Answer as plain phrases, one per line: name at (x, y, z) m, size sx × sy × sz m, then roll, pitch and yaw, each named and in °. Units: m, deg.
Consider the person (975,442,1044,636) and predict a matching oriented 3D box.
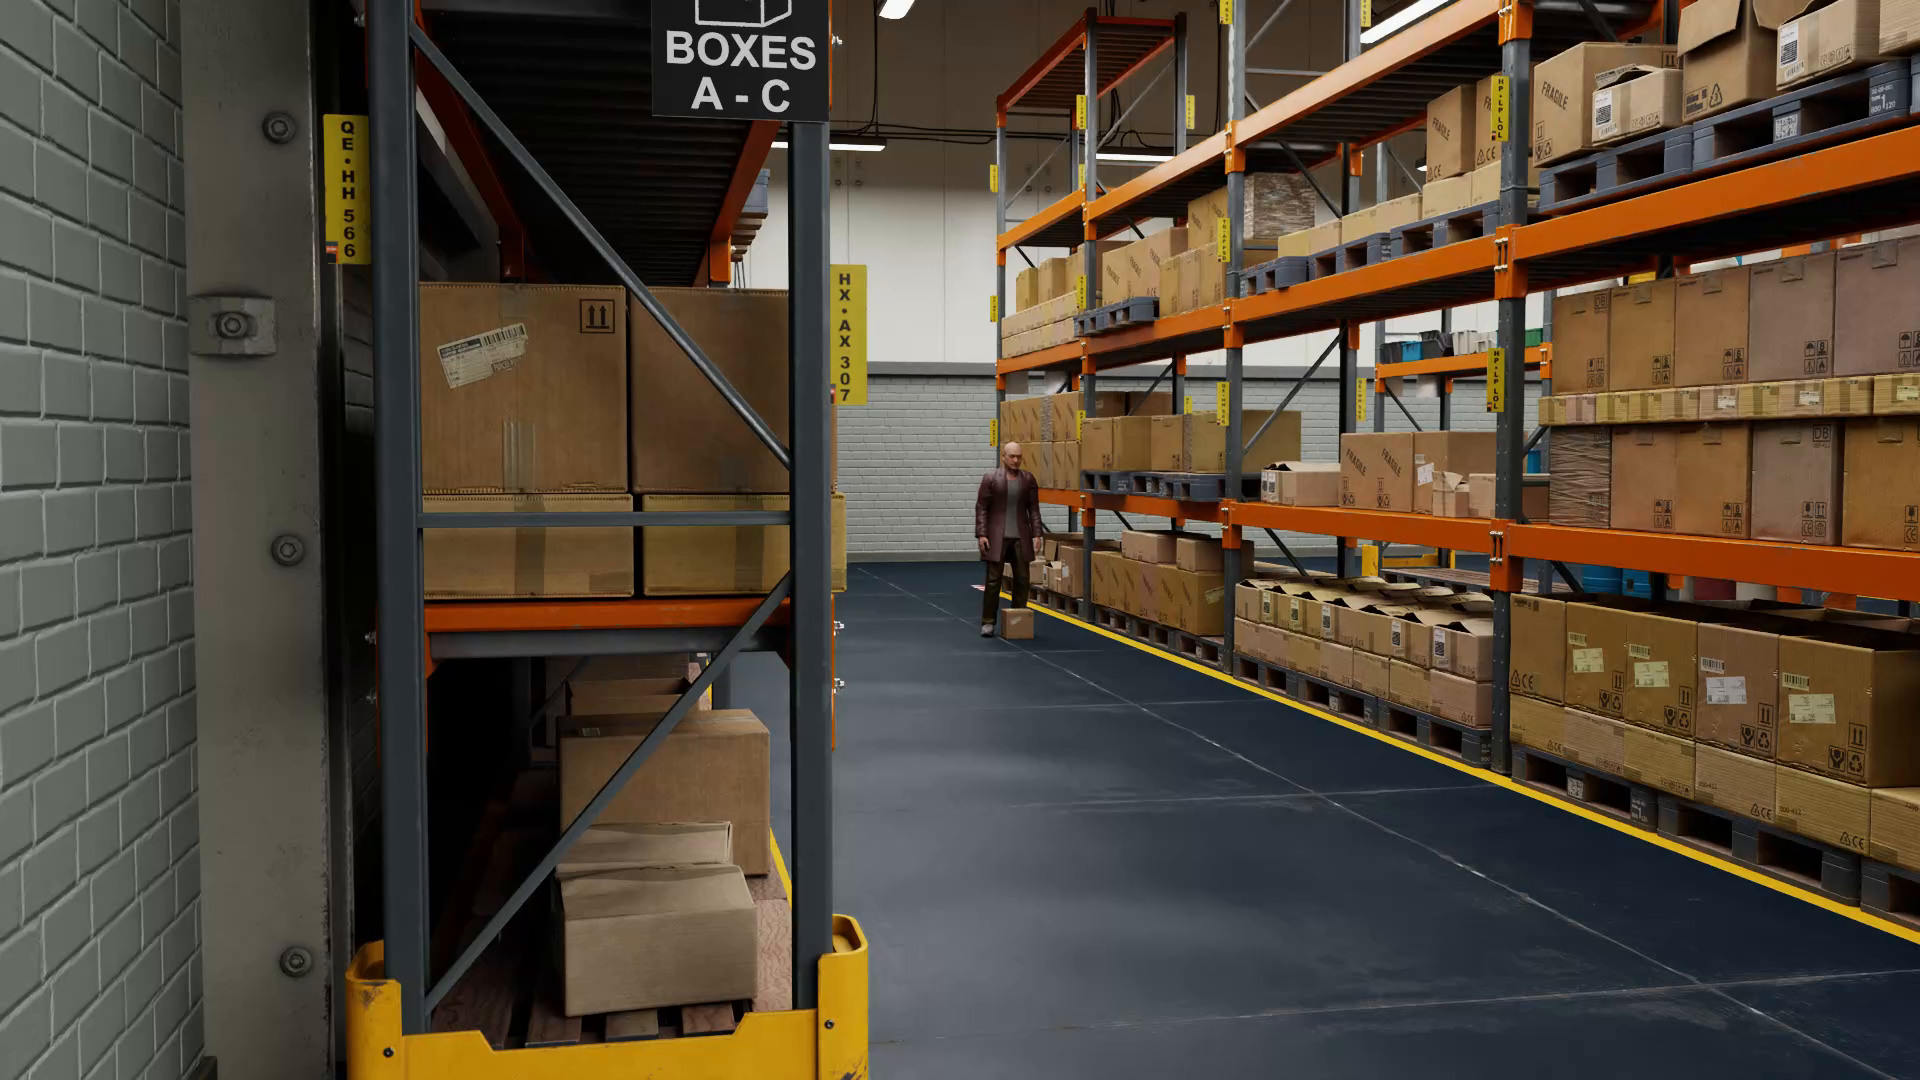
person at (0.454, -0.012, 15.338) m, size 0.656 × 1.774 × 0.421 m, roll -1°, pitch 3°, yaw -13°
